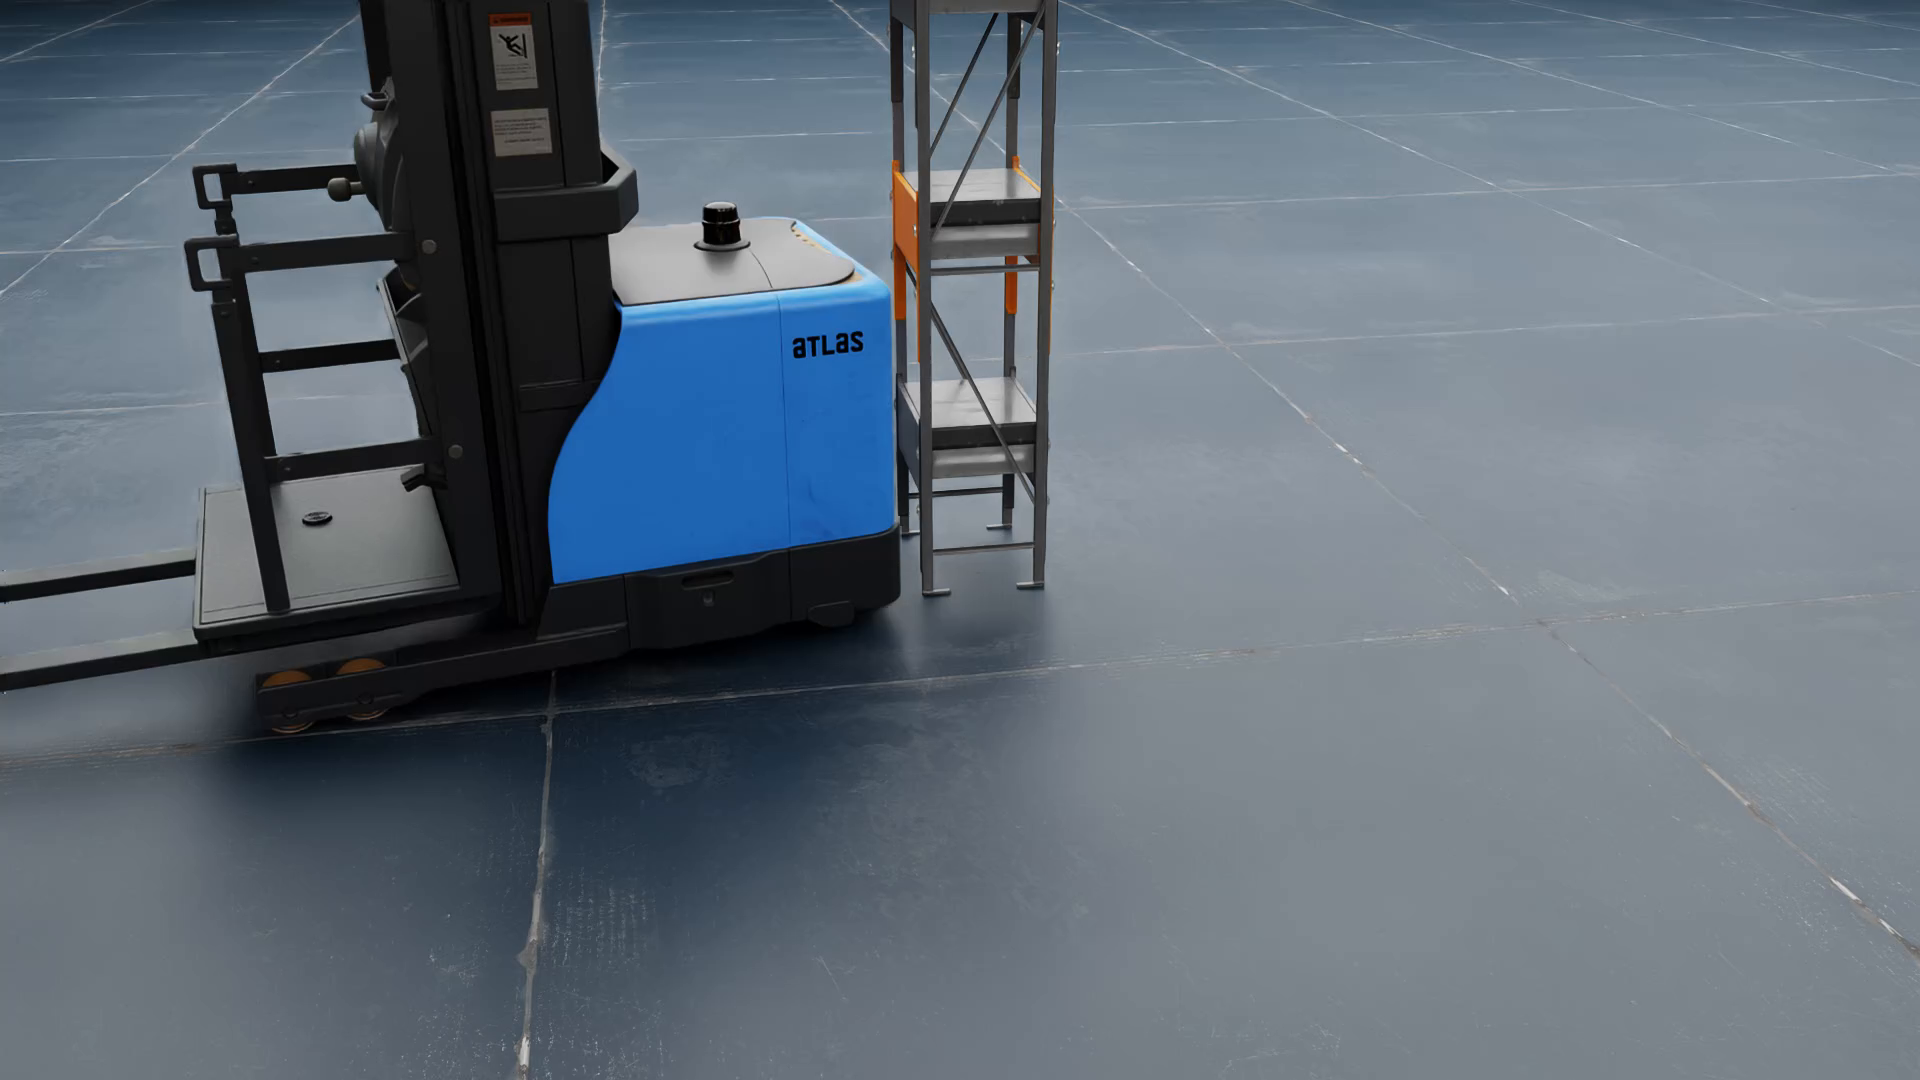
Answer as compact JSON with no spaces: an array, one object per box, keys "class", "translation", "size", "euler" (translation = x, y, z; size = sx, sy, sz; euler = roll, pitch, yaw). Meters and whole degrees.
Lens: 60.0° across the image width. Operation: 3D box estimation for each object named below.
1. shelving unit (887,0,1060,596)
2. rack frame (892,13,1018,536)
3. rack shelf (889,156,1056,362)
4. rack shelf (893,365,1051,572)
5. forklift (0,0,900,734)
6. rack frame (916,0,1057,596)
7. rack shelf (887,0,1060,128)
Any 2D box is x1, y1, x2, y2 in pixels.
[{"class":"shelving unit","translation":[0.031,-0.897,5.181],"size":[0.431,2.100,0.503],"euler":[-4,24,-10]},{"class":"rack frame","translation":[-0.015,-0.993,5.400],"size":[0.400,2.100,0.015],"euler":[-4,24,-10]},{"class":"rack shelf","translation":[0.031,-0.885,5.186],"size":[0.431,0.518,0.480],"euler":[-4,24,-10]},{"class":"rack shelf","translation":[0.031,-0.243,5.466],"size":[0.431,0.518,0.480],"euler":[-4,24,-10]},{"class":"forklift","translation":[-1.755,-1.055,4.503],"size":[3.031,2.935,1.130],"euler":[-9,25,-20]},{"class":"rack frame","translation":[0.076,-0.801,4.961],"size":[0.400,2.100,0.015],"euler":[-4,24,-10]},{"class":"rack shelf","translation":[0.031,-1.526,4.906],"size":[0.431,0.518,0.480],"euler":[-4,24,-10]}]
